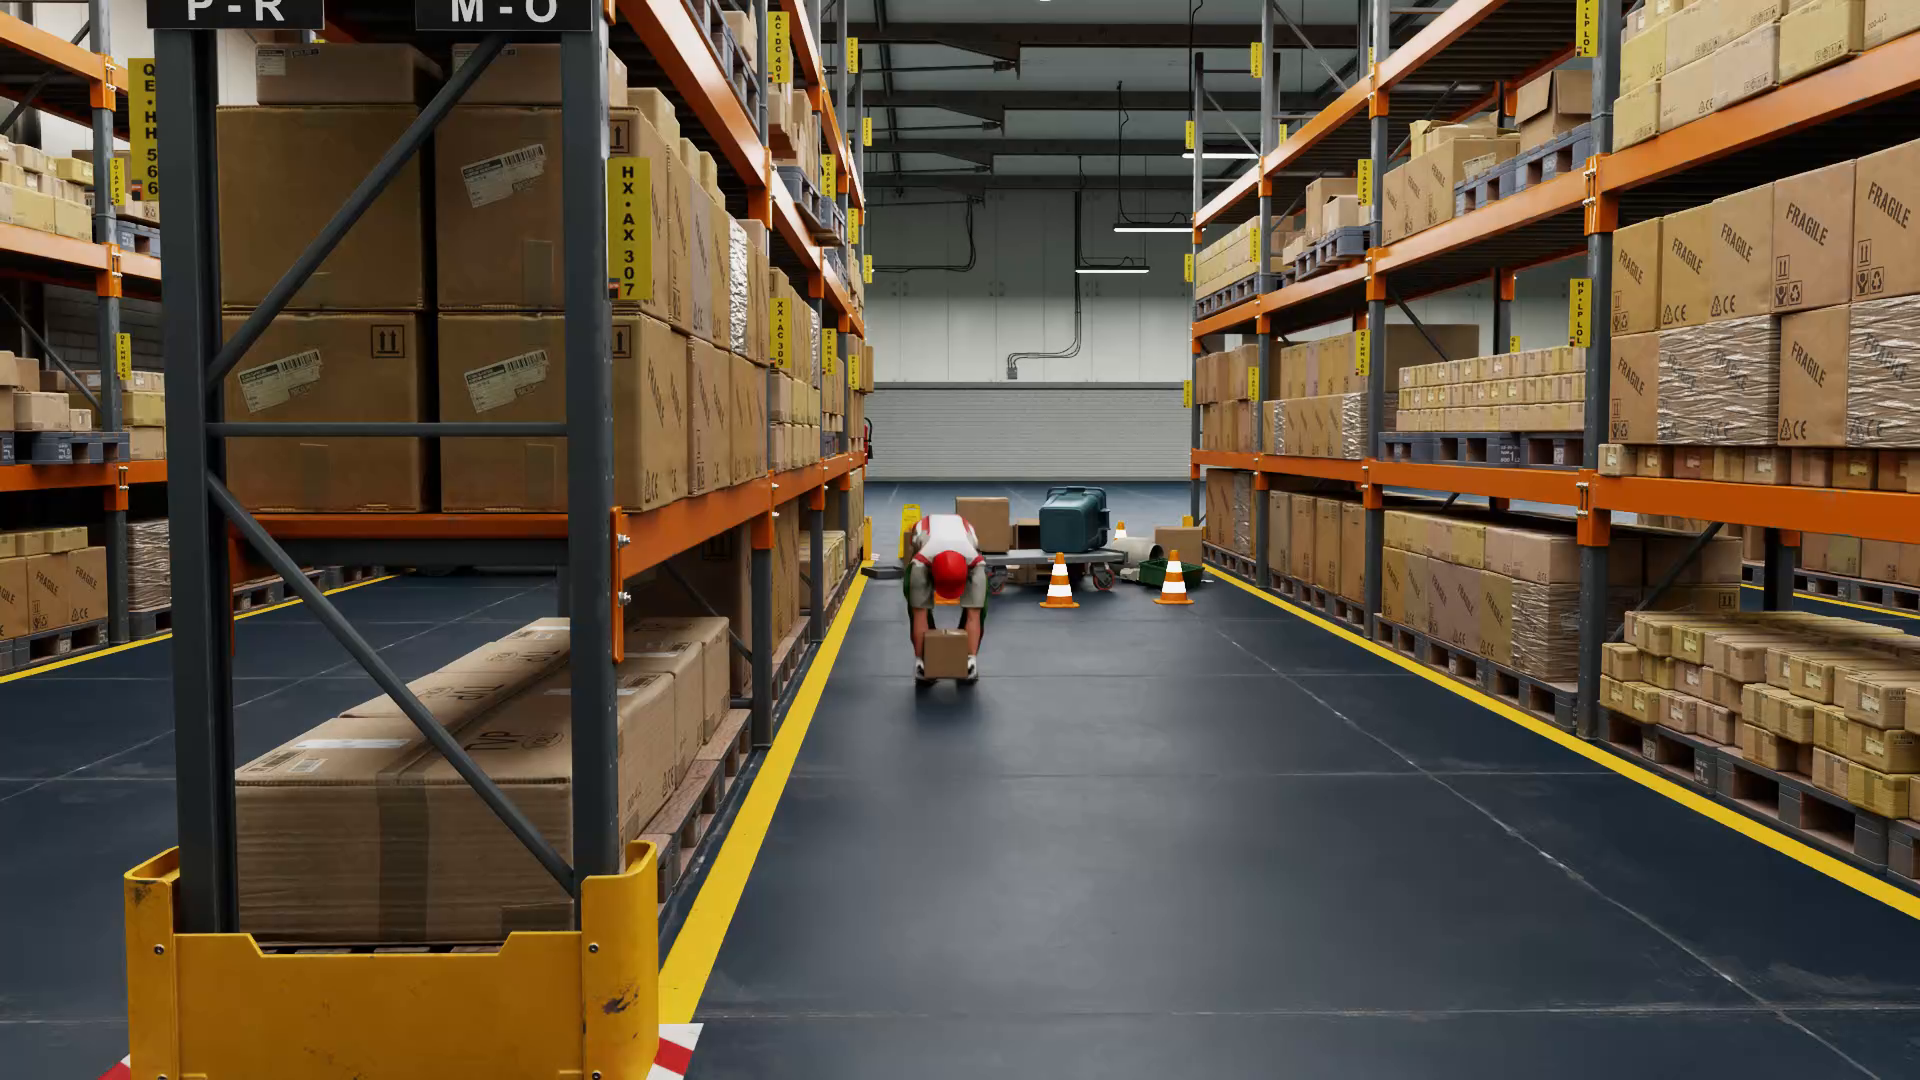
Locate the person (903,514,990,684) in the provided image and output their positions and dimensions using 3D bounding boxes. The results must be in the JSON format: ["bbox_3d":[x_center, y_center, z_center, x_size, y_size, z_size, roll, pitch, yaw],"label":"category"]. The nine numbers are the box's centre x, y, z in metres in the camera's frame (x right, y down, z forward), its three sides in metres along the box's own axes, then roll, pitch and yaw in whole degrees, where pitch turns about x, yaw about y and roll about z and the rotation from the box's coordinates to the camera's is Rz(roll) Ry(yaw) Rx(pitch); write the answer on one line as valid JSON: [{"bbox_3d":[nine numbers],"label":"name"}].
[{"bbox_3d":[-0.072,0.363,9.867,0.522,1.010,0.952,0,4,-4],"label":"person"}]
